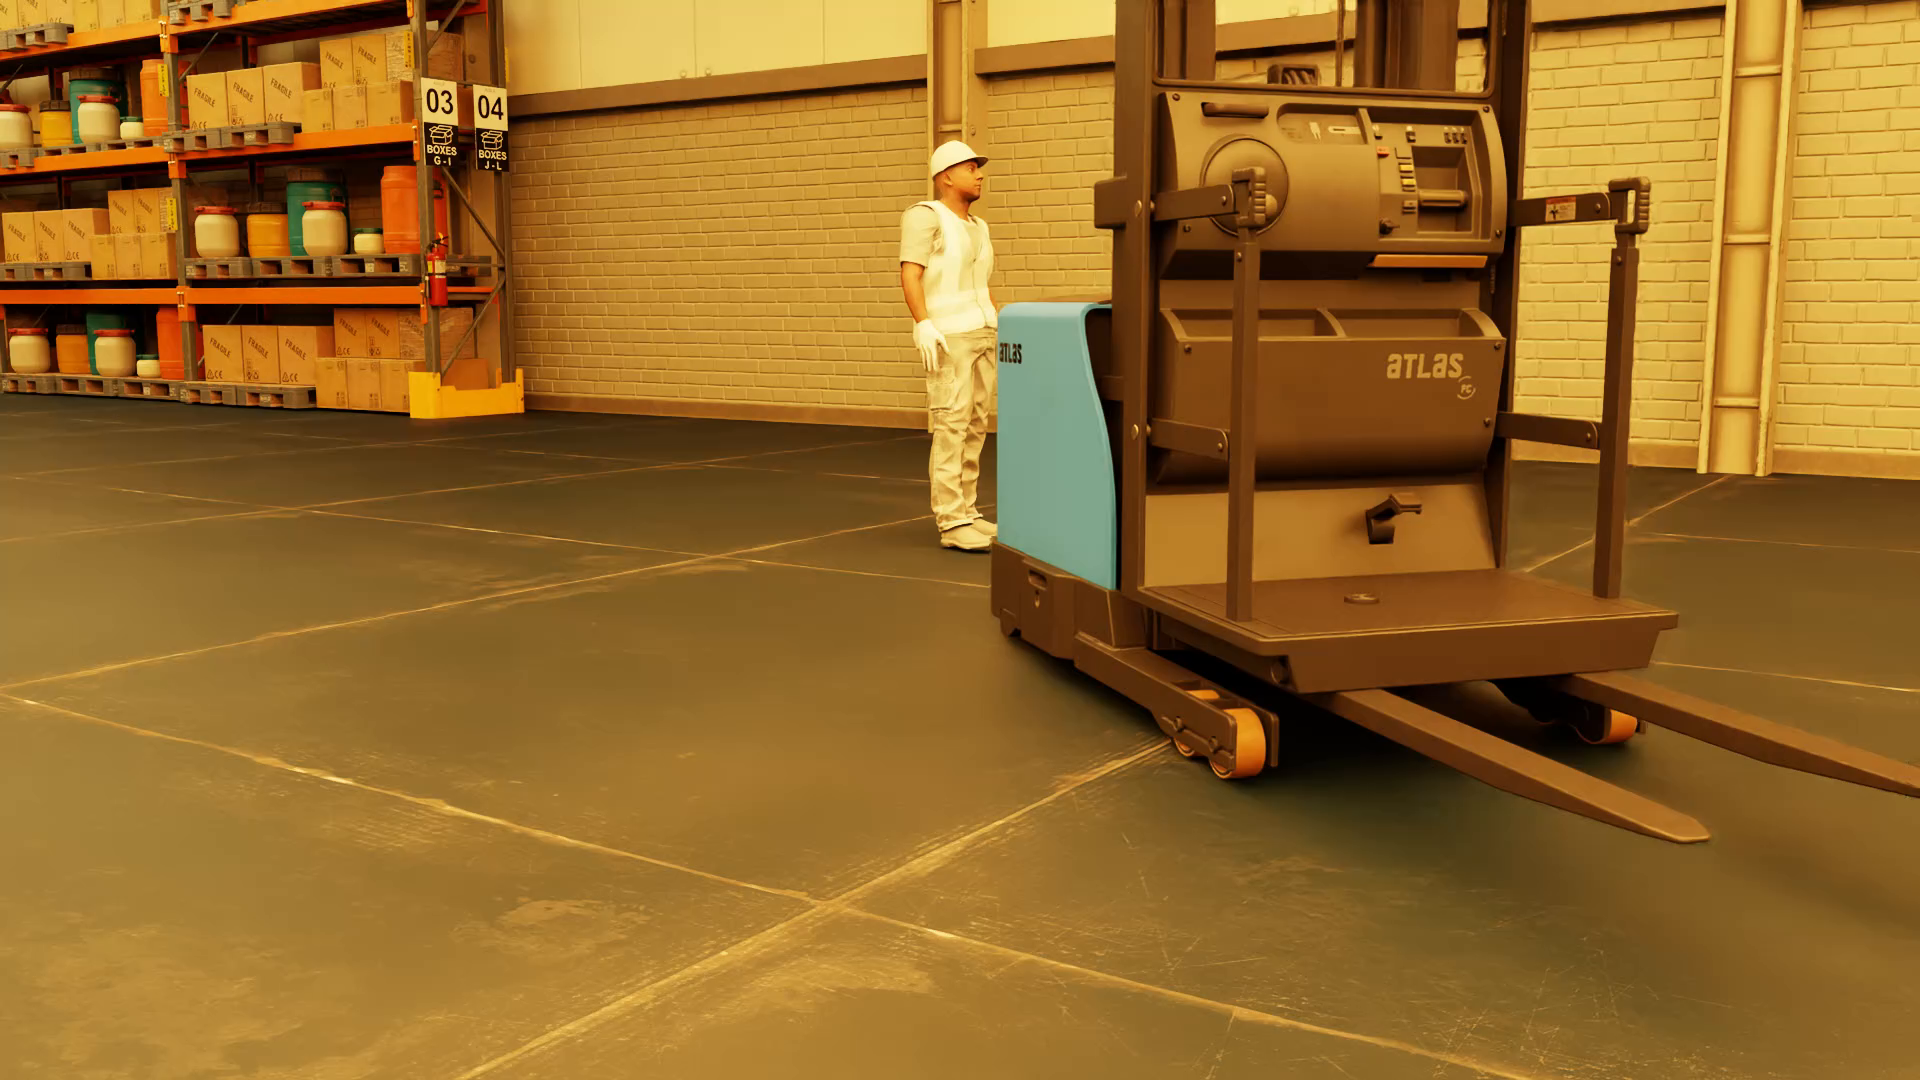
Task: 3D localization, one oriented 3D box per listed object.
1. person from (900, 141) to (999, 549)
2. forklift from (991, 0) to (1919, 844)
[{"bbox_3d":[0.055,-0.883,7.430,0.577,1.781,0.656,5,10,34],"label":"person"},{"bbox_3d":[1.023,-0.969,4.004,1.130,2.935,3.031,-2,8,-17],"label":"forklift"}]
